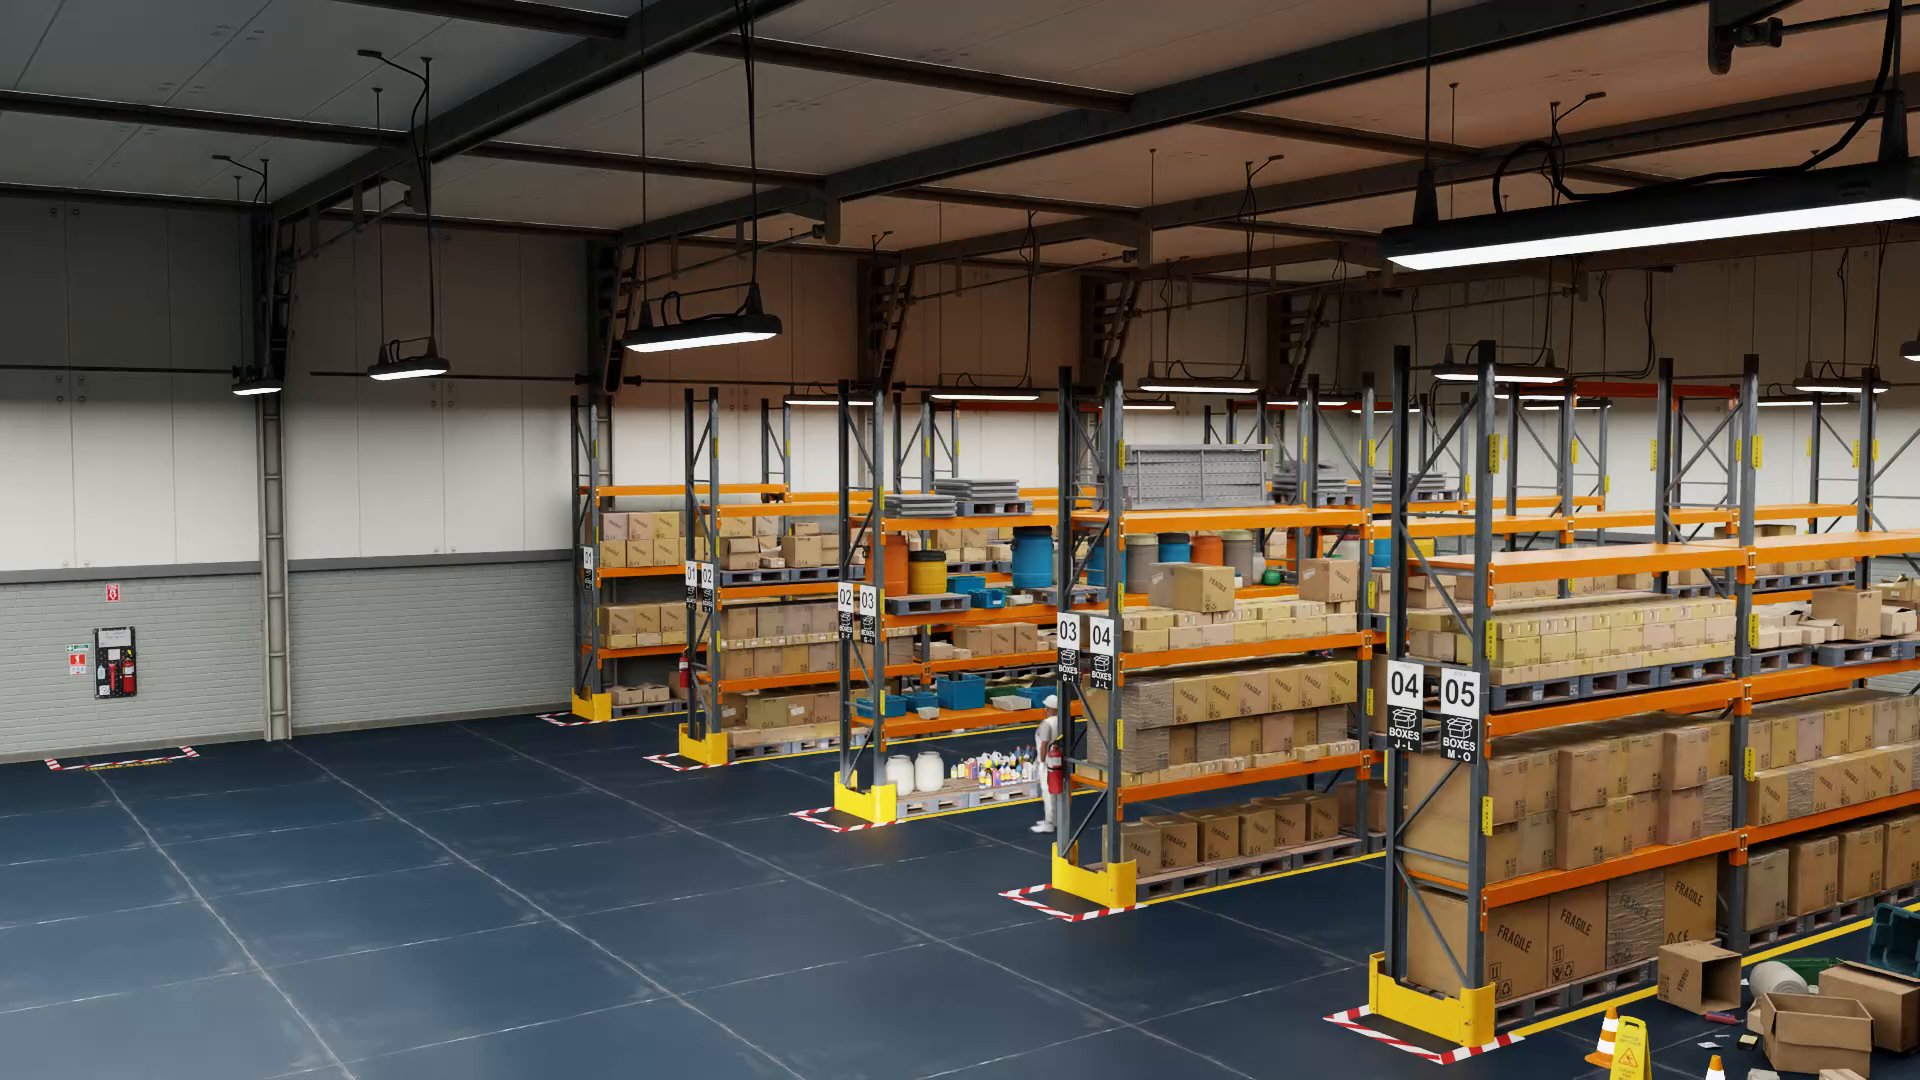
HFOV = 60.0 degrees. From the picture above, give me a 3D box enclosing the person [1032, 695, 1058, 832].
[{"bbox_3d":[1.181,2.934,21.985,0.403,1.790,0.584,1,4,14],"label":"person"}]
